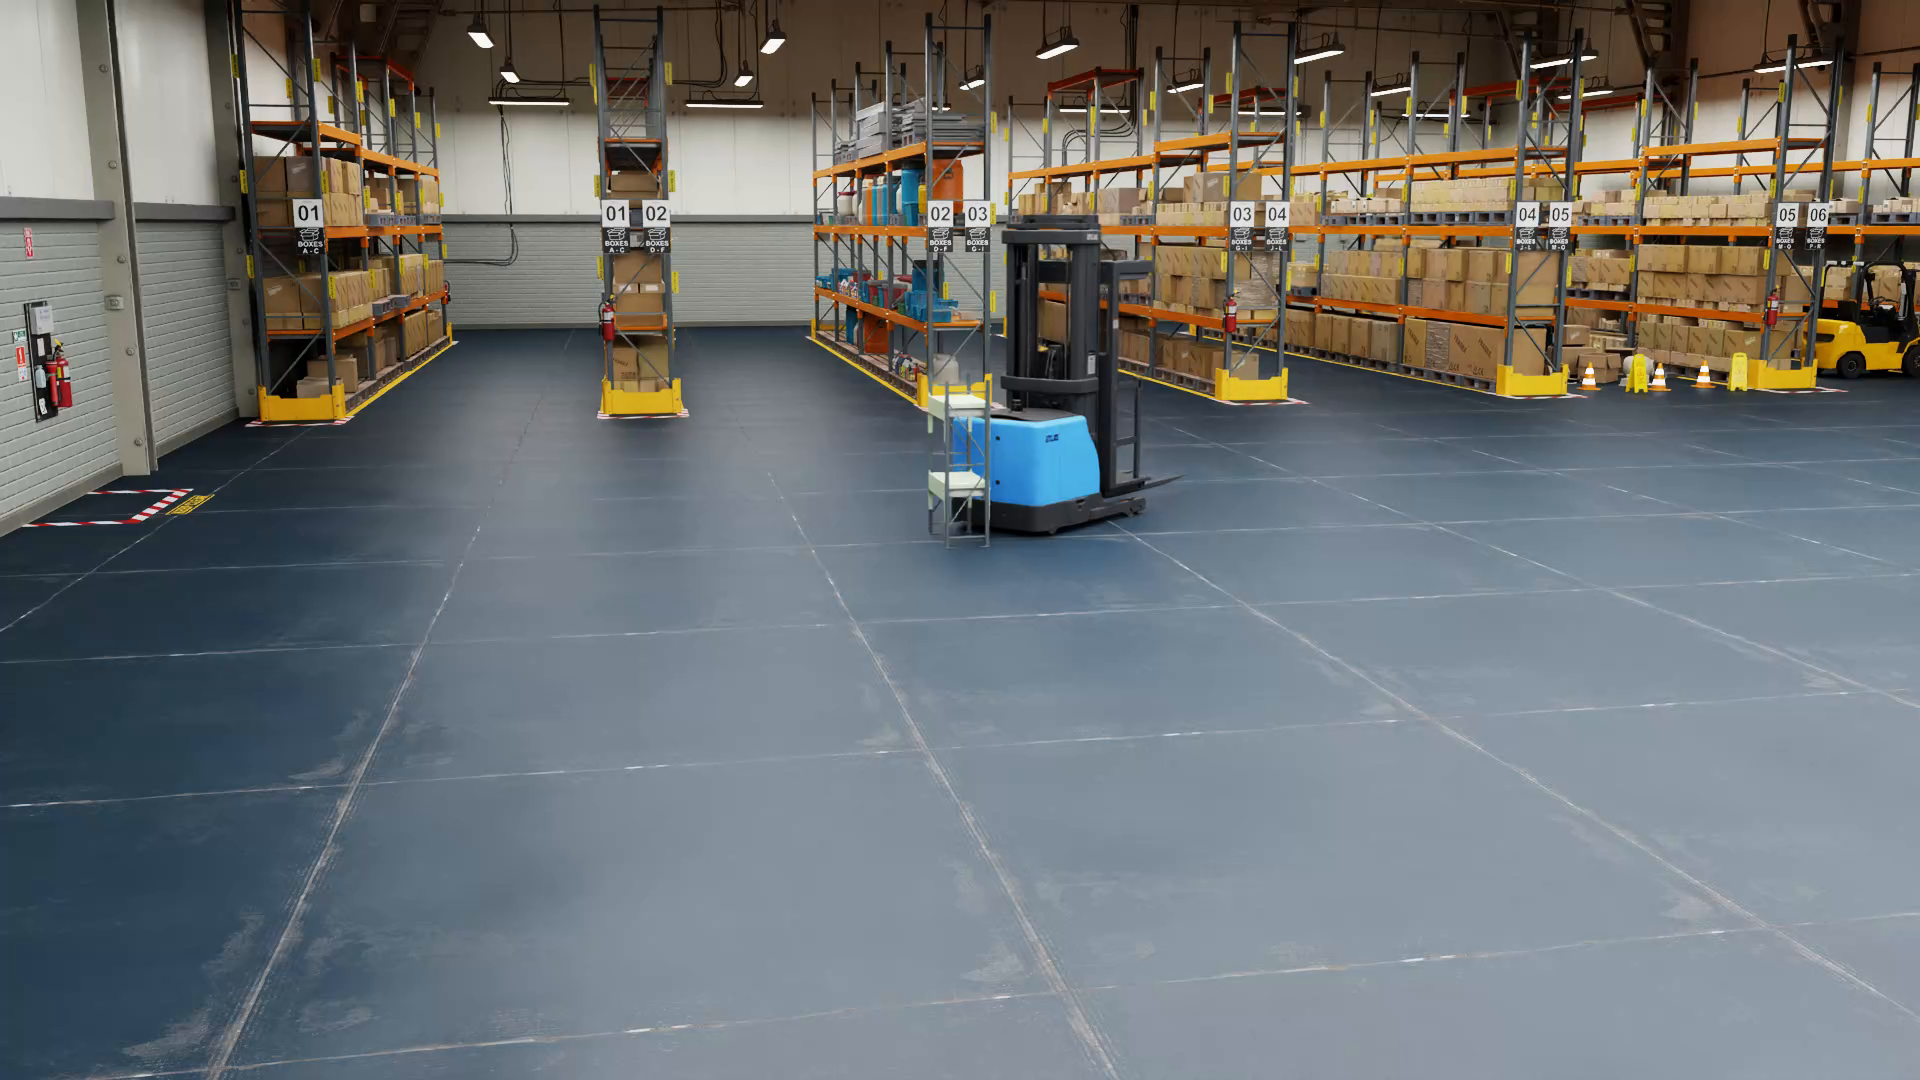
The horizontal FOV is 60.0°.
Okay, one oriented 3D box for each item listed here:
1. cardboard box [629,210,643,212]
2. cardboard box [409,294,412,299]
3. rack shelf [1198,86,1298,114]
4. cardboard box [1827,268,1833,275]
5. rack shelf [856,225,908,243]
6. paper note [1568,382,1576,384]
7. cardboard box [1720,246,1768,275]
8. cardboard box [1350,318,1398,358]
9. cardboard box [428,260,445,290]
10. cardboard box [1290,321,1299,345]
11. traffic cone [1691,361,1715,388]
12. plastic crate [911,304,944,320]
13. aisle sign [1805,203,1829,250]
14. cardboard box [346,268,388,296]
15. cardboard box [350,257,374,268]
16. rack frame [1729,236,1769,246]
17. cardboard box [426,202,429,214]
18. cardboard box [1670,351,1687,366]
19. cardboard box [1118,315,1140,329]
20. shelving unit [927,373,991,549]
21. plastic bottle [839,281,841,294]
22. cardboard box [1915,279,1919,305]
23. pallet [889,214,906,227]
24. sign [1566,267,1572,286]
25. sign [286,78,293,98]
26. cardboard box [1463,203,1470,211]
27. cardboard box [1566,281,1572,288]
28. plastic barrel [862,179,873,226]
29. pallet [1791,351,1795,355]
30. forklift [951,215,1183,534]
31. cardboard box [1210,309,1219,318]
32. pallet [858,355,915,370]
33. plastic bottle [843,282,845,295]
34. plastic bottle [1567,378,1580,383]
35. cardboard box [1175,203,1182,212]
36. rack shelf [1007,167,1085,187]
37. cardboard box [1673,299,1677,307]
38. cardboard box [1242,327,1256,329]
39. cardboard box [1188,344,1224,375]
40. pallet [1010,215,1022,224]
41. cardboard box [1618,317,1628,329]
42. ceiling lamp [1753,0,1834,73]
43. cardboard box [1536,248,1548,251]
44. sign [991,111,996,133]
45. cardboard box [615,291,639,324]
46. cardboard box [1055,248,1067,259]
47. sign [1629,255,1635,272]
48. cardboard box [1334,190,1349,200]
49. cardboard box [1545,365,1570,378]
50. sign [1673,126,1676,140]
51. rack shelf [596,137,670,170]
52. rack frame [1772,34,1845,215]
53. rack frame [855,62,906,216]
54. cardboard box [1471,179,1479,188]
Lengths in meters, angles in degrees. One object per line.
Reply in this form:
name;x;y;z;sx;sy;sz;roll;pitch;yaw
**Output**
cardboard box;-5.773;-5.895;29.454;0.500;0.250;0.500;-1;11;-5
cardboard box;-11.489;-5.013;34.182;0.380;0.149;0.250;-2;11;-9
rack shelf;6.995;-10.757;40.735;1.077;0.370;4.000;-2;11;-11
cardboard box;18.296;-5.592;34.606;0.380;0.149;0.250;-2;11;-11
rack shelf;-1.192;-5.842;31.821;1.077;0.370;4.000;-2;11;-11
paper note;11.087;-2.845;30.122;0.144;0.017;0.142;2;11;9
cardboard box;14.150;-5.027;29.901;0.700;0.500;0.500;-2;11;-10
cardboard box;8.548;-4.085;33.586;1.050;0.750;0.750;-2;11;-11
cardboard box;-12.746;-6.249;39.260;0.980;0.700;0.700;-2;11;-8
cardboard box;7.681;-4.615;37.037;0.500;0.500;0.500;-2;11;-9
traffic cone;13.205;-2.947;29.497;0.336;0.463;0.334;-2;11;-11
plastic crate;-0.536;-3.748;27.318;0.499;0.251;0.408;-2;11;-11
aisle sign;14.870;-5.439;28.848;0.394;0.787;0.004;-2;11;-11
cardboard box;-11.062;-4.806;31.033;0.700;0.500;0.500;-3;11;-16
cardboard box;-11.641;-5.375;32.347;0.500;0.250;0.500;-2;11;-9
rack frame;17.866;-5.810;37.753;1.000;3.000;0.127;-2;11;-11
cardboard box;-12.038;-7.347;36.818;0.500;0.250;0.500;-2;11;-12
cardboard box;13.847;-3.438;31.521;0.500;0.250;0.500;-2;11;-12
cardboard box;3.437;-4.503;34.390;0.500;0.250;0.500;-2;11;-9
shelving unit;-0.015;-0.729;15.071;0.431;1.500;0.755;-2;11;-12
plastic bottle;-2.680;-5.657;37.263;0.061;0.283;0.133;-2;11;-11
cardboard box;18.769;-4.754;31.936;0.500;0.500;0.500;-2;11;-11
pallet;-0.567;-5.607;29.167;1.213;0.211;1.003;-2;11;-11
sign;10.264;-4.446;28.061;0.100;0.325;0.005;-2;11;-11
sign;-11.064;-7.457;27.439;0.100;0.325;0.005;-2;11;-11
cardboard box;9.075;-5.850;29.223;0.380;0.149;0.250;-2;11;-11
cardboard box;13.066;-5.448;35.399;0.380;0.149;0.250;-1;11;-8
plastic barrel;-1.634;-6.650;32.801;0.600;0.901;0.600;0;11;0
pallet;17.988;-4.288;37.213;1.003;0.211;1.213;-2;11;-11
forklift;1.202;-1.718;16.439;1.130;2.935;3.031;8;13;36
cardboard box;4.428;-3.812;27.929;0.380;0.149;0.250;-2;11;-11
pallet;-1.468;-3.575;33.468;1.003;0.211;1.213;-2;11;-11
plastic bottle;-2.533;-5.519;36.536;0.061;0.283;0.133;-2;11;-11
plastic bottle;11.188;-2.924;30.447;0.133;0.061;0.283;-6;13;-31
cardboard box;4.023;-5.867;29.367;0.380;0.149;0.250;-2;11;-12
rack shelf;2.111;-8.766;40.233;1.077;0.370;4.000;-2;11;-11
cardboard box;13.801;-4.516;31.626;0.380;0.149;0.250;-2;11;-11
cardboard box;7.011;-5.162;40.054;0.380;0.149;0.250;-2;11;-10
cardboard box;4.411;-3.223;29.721;0.500;0.500;0.500;-3;11;-16
pallet;1.876;-8.030;41.631;1.003;0.211;1.213;-2;11;-11
cardboard box;17.192;-5.559;42.501;0.500;0.311;0.500;-2;11;-9
ceiling lamp;16.515;-10.786;32.239;0.800;3.185;2.000;-2;11;-11
cardboard box;13.142;-6.268;37.220;0.500;0.500;0.500;-2;11;-13
sign;0.516;-6.485;25.812;0.100;0.325;0.005;-2;11;-11
cardboard box;-5.070;-3.673;26.258;0.700;0.500;0.500;-2;11;-10
cardboard box;2.632;-6.427;38.045;0.797;0.503;0.637;-2;11;-12
sign;13.233;-5.443;32.729;0.100;0.325;0.005;-2;11;-11
cardboard box;8.254;-7.508;36.336;0.396;0.266;0.258;-2;11;-11
cardboard box;11.081;-3.105;30.855;0.396;0.266;0.258;0;11;-1
sign;17.632;-10.049;41.056;0.100;0.325;0.005;-2;11;-11
rack shelf;-5.273;-6.206;26.780;1.077;0.370;4.000;-2;11;-11
rack frame;14.554;-7.109;28.531;1.000;3.000;0.127;-2;11;-11
rack frame;-1.581;-8.035;33.400;1.000;3.000;0.127;-2;11;-11
cardboard box;9.124;-6.196;28.906;0.380;0.149;0.250;-2;11;-11
